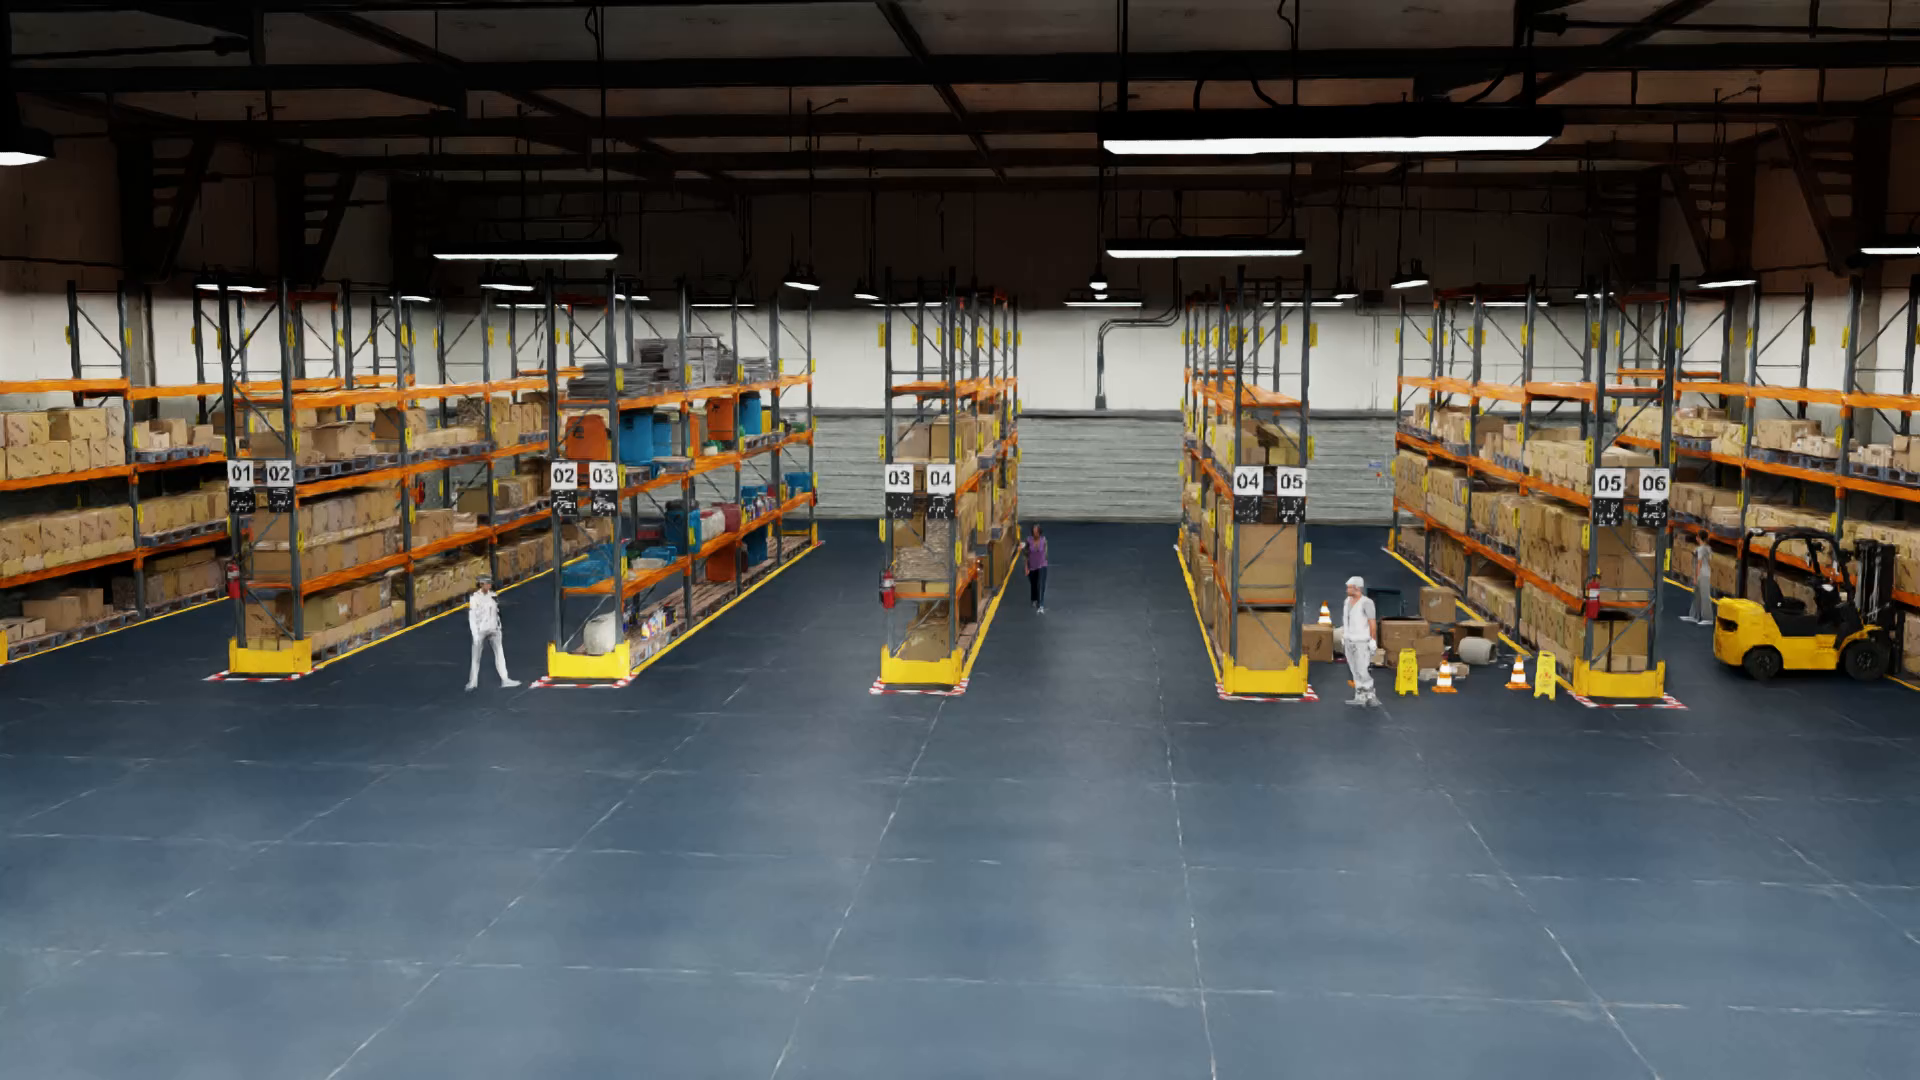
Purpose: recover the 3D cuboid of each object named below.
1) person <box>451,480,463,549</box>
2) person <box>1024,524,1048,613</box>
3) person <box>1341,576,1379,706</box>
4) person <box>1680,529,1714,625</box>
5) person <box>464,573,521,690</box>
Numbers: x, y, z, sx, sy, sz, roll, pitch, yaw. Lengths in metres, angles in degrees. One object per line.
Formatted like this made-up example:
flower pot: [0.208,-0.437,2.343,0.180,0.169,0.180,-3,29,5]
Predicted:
person: [-11.903,-0.626,39.659,0.500,1.625,0.997,1,7,4]
person: [1.310,0.466,28.766,0.417,1.516,1.027,1,7,7]
person: [5.429,1.343,22.581,0.377,1.724,0.603,-4,8,-32]
person: [12.947,0.696,29.131,0.580,1.526,0.576,4,8,31]
person: [-6.724,1.289,23.727,0.553,1.670,0.685,7,10,44]
